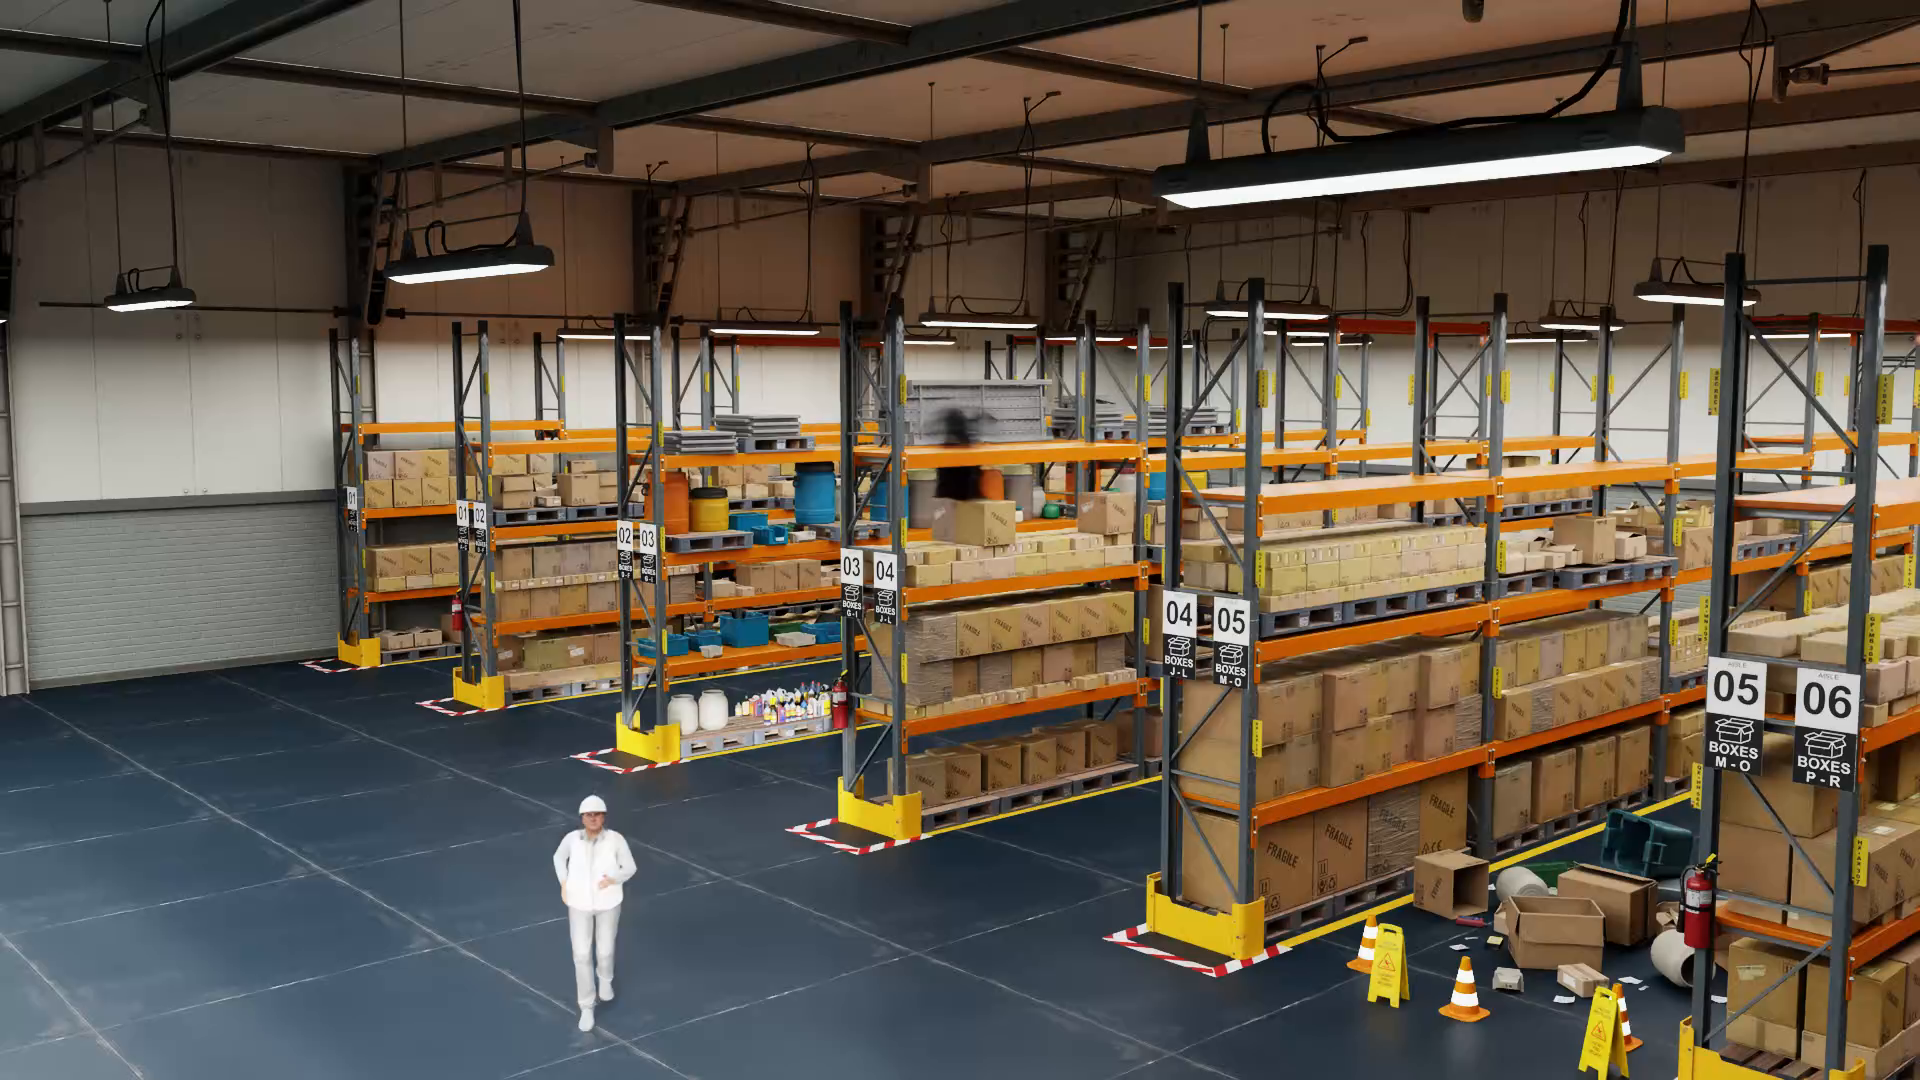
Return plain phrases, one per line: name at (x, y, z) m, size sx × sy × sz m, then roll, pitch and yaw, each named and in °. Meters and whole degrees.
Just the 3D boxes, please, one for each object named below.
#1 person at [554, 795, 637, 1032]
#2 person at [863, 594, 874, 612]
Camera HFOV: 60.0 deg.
person at (-2.945, 2.954, 13.435) m, size 0.664 × 1.805 × 0.784 m, roll -1°, pitch 6°, yaw -10°
person at (-1.919, 1.017, 33.432) m, size 0.563 × 1.697 × 0.710 m, roll -4°, pitch 7°, yaw -38°
